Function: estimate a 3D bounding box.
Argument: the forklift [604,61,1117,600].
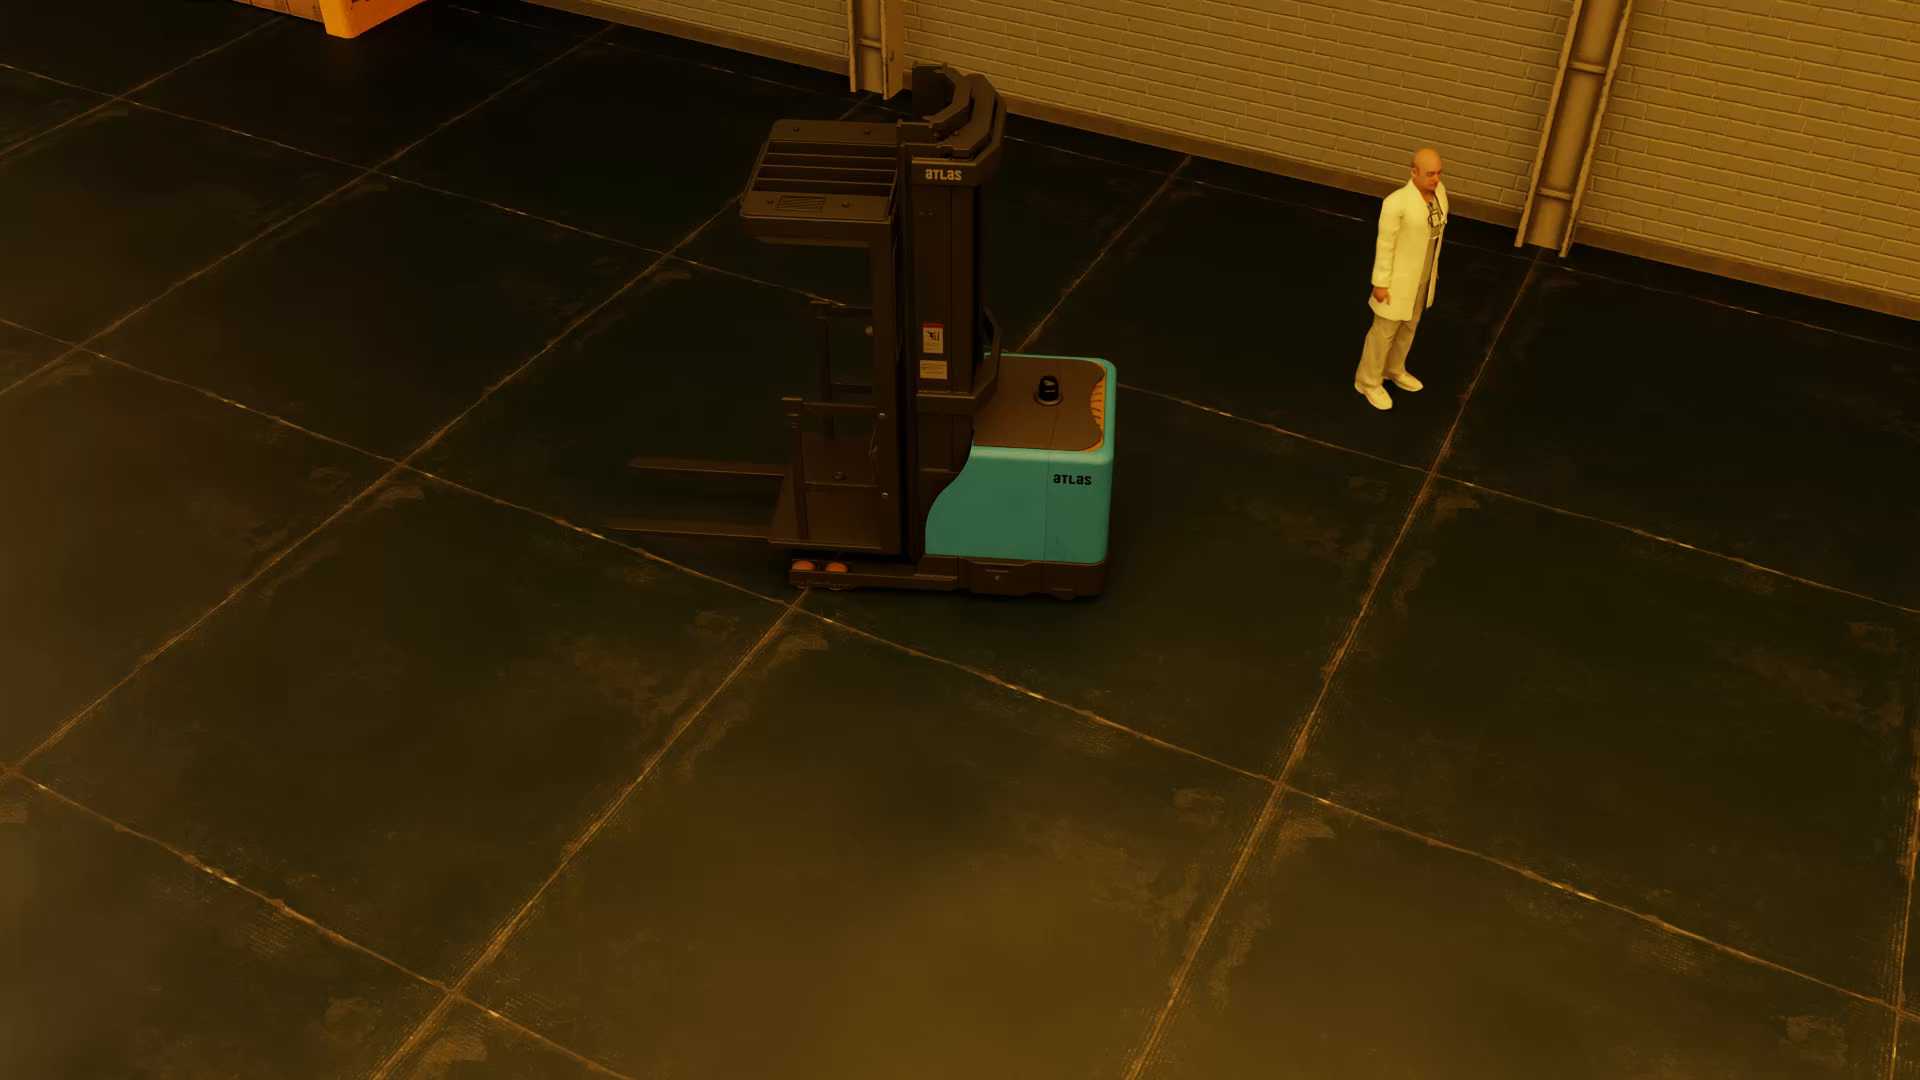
[{"bbox_3d":[-0.606,-1.157,9.360,3.031,2.935,1.130,3,40,4],"label":"forklift"}]

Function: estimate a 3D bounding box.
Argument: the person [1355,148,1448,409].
[{"bbox_3d":[2.957,-1.728,10.930,0.580,1.783,0.387,-27,47,-29],"label":"person"}]
